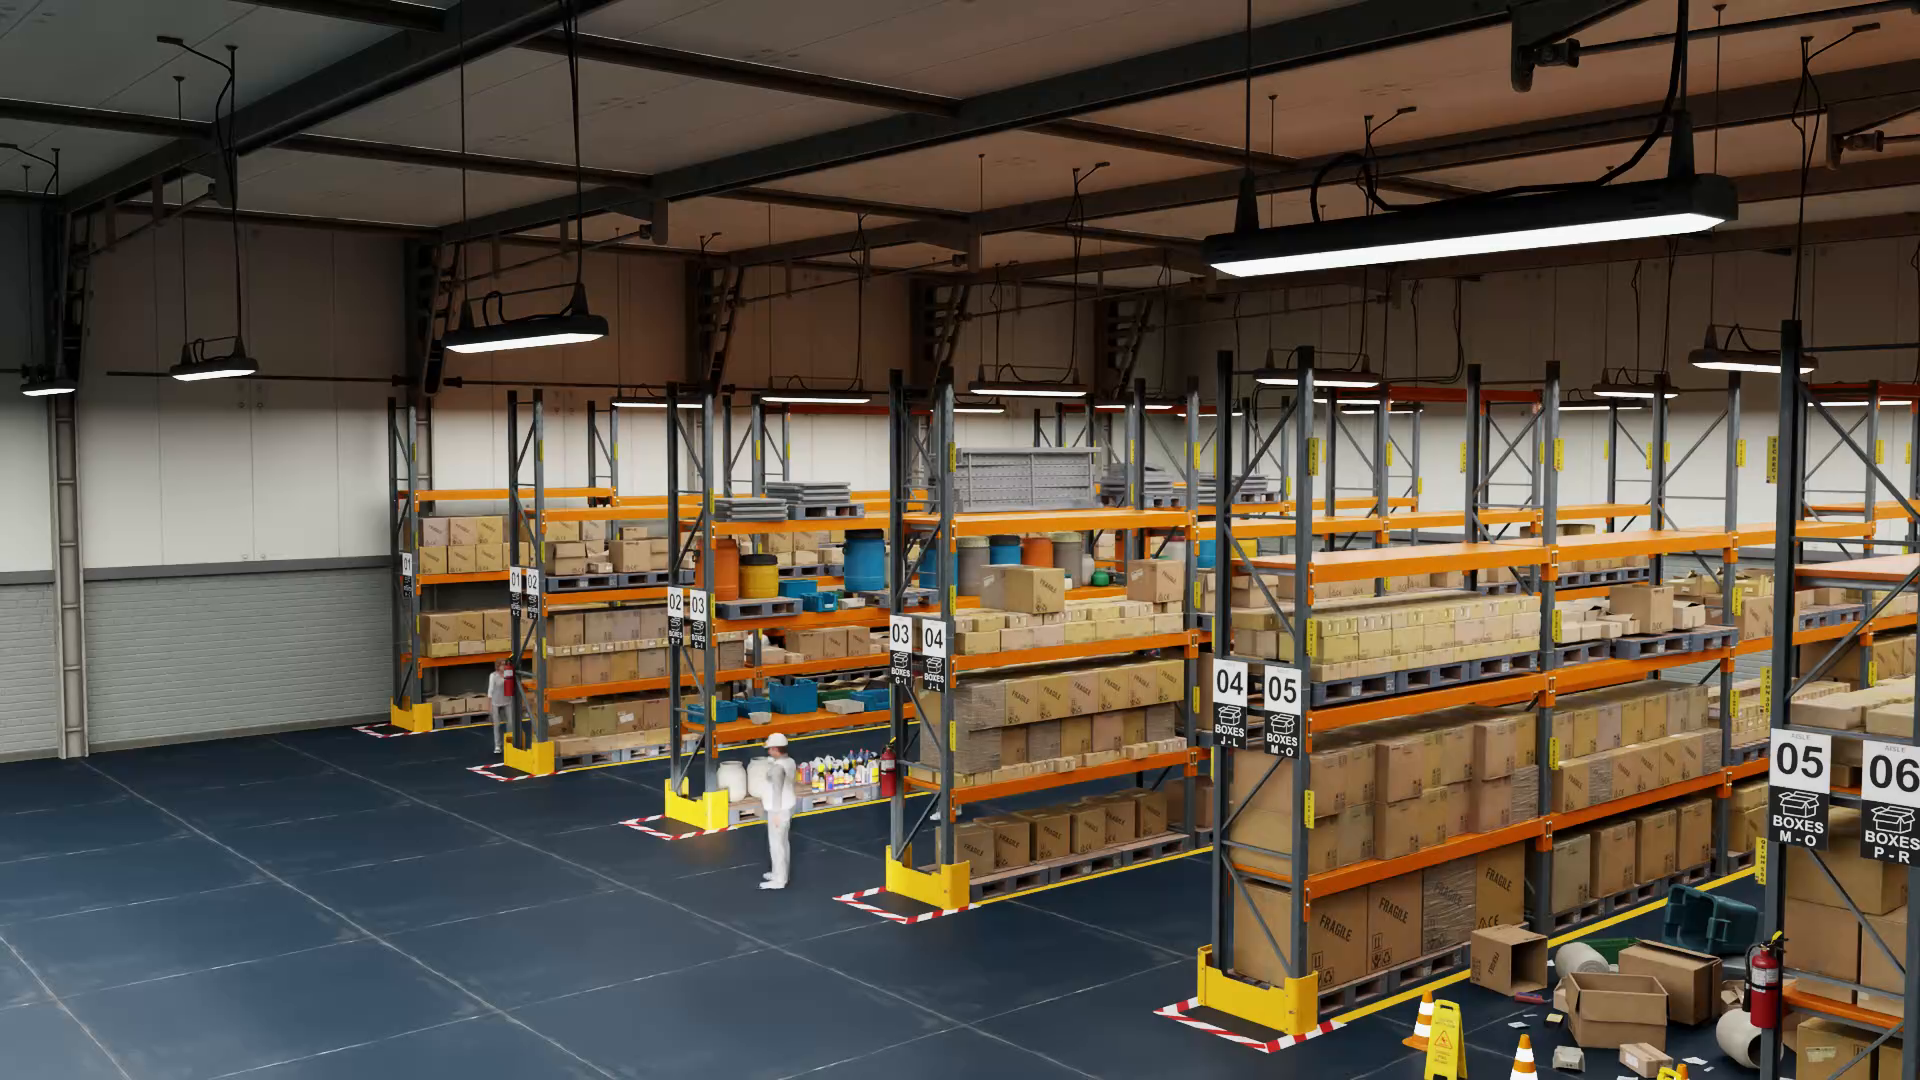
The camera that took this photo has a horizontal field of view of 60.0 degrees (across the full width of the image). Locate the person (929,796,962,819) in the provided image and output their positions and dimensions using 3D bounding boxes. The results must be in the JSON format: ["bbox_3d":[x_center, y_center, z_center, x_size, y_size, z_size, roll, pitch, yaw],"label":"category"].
[{"bbox_3d":[-0.129,2.993,22.998,0.413,1.704,0.580,2,4,27],"label":"person"}]

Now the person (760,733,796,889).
[{"bbox_3d":[-2.147,3.139,19.450,0.433,1.772,0.609,1,3,9],"label":"person"}]

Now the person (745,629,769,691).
[{"bbox_3d":[-3.851,2.461,31.679,0.616,1.827,0.487,-2,4,-26],"label":"person"}]

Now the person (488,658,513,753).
[{"bbox_3d":[-7.615,2.765,27.634,0.455,1.615,0.445,-2,4,-36],"label":"person"}]
